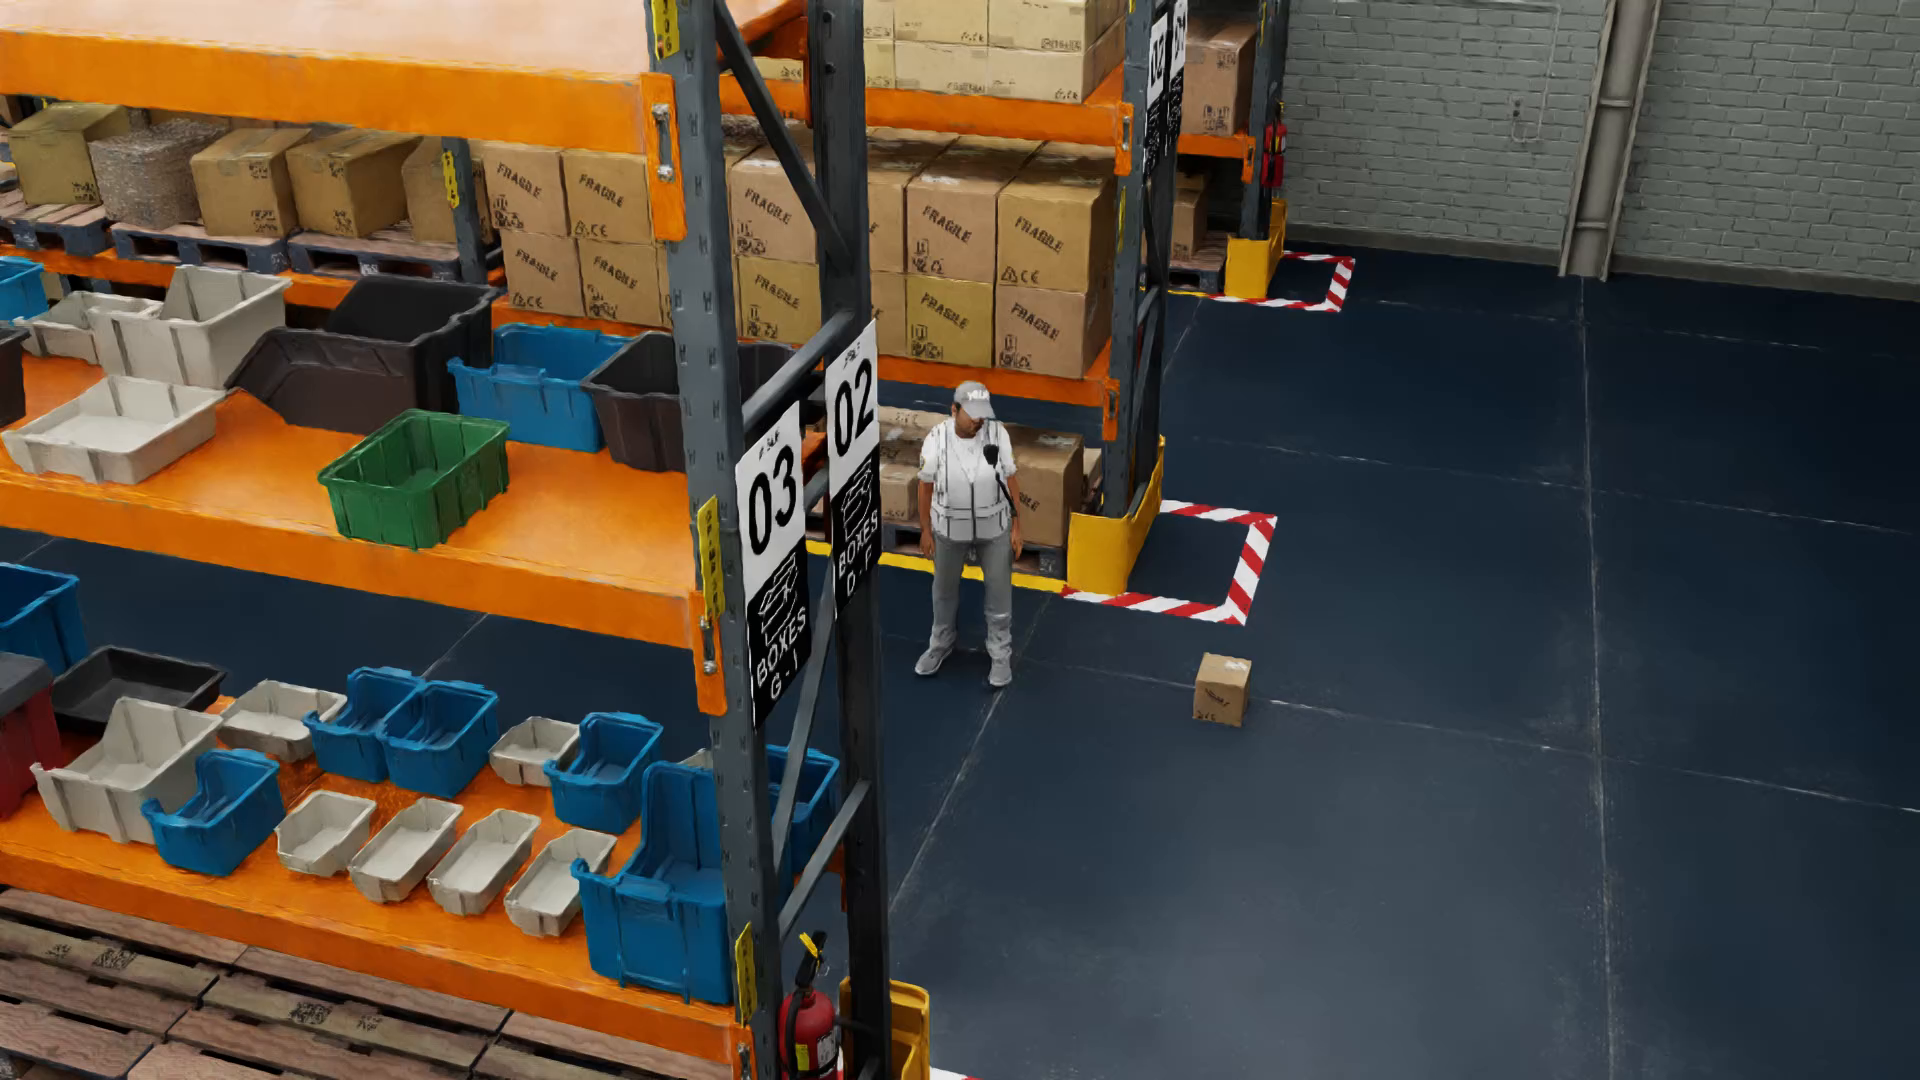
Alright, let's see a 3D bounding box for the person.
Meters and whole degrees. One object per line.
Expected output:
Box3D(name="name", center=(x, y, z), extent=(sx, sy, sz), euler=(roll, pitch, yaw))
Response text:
Box3D(name="person", center=(0.039, -0.035, 8.513), extent=(0.562, 1.672, 0.470), euler=(-1, 29, -2))
